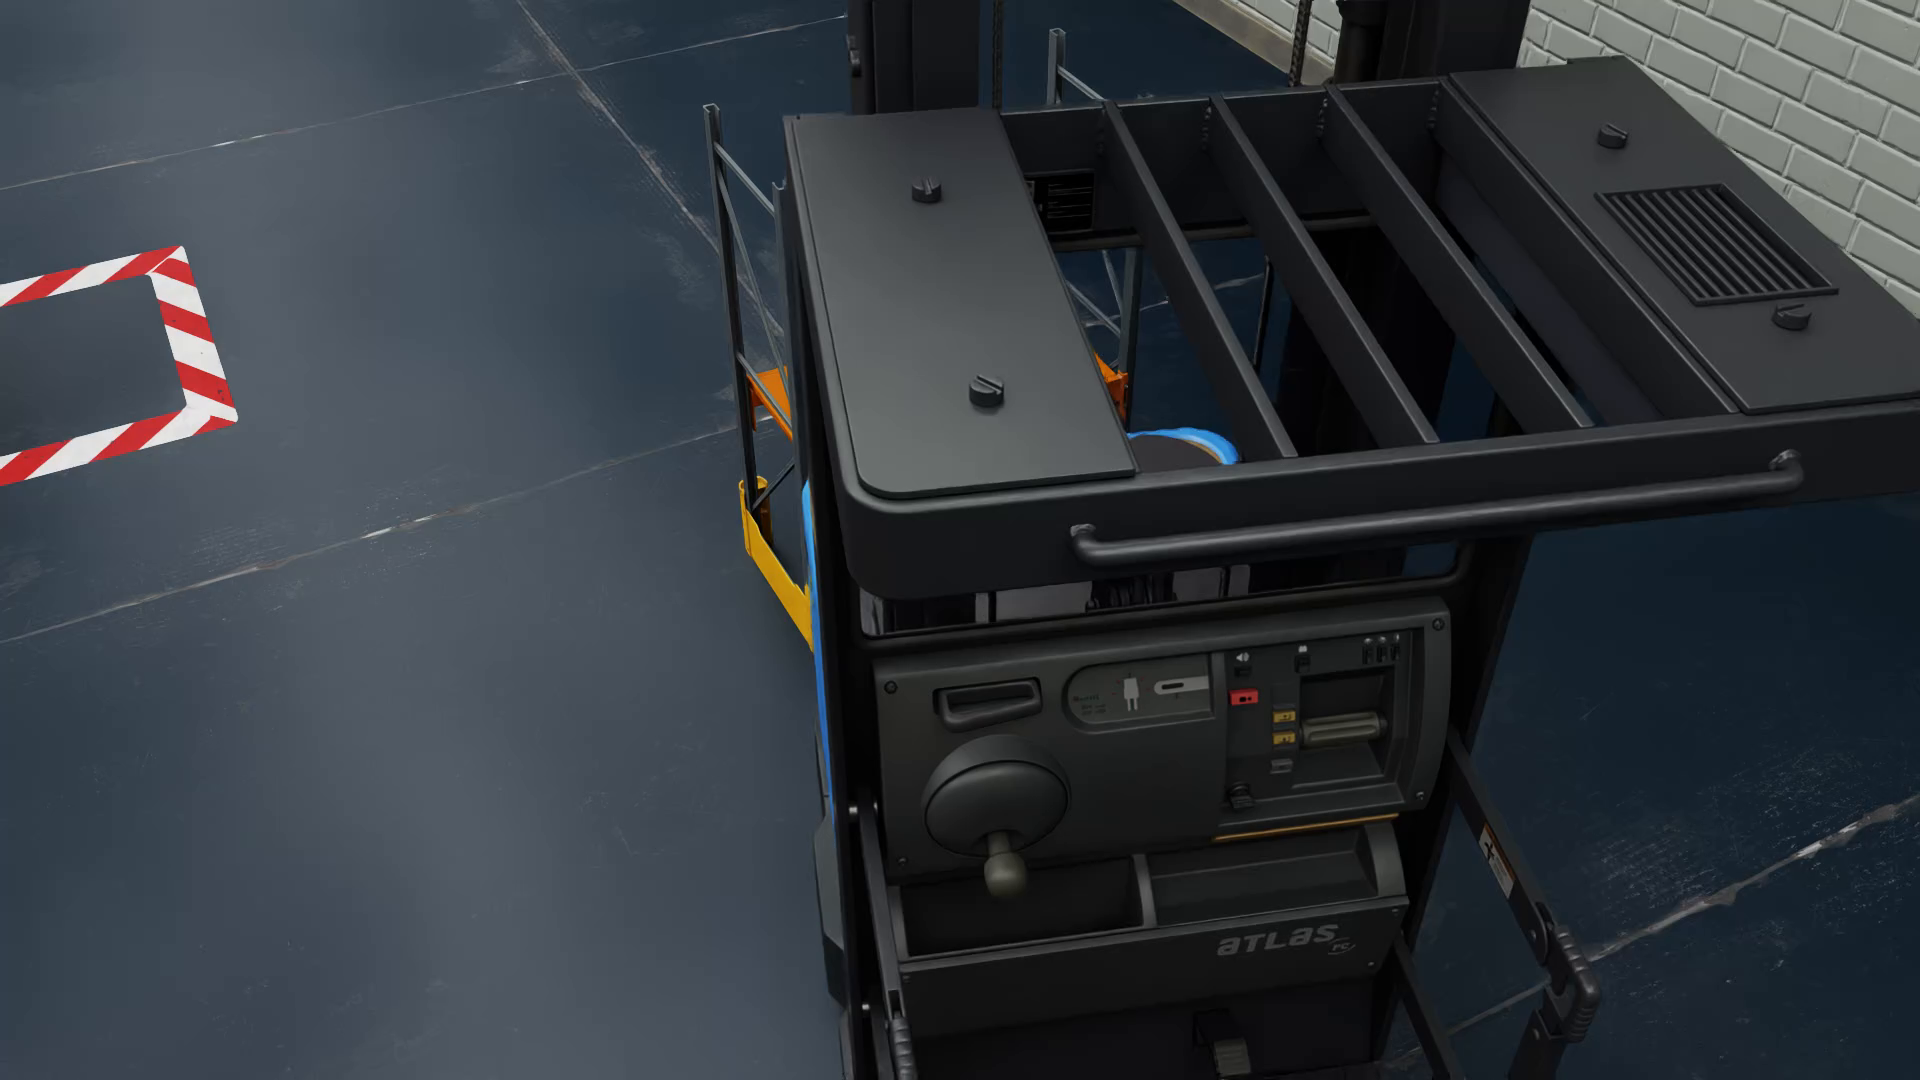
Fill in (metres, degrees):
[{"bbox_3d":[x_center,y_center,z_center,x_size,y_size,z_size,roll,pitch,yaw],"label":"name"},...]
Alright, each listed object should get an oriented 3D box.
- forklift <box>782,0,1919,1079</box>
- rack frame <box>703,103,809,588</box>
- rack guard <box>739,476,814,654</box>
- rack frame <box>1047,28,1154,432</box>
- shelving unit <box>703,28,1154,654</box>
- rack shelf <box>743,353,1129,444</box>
[{"bbox_3d":[0.369,0.412,2.495,1.130,2.935,3.031,-6,41,-7],"label":"forklift"},{"bbox_3d":[-0.527,-0.395,4.556,0.032,1.500,0.500,-19,44,-21],"label":"rack frame"},{"bbox_3d":[-0.509,0.076,4.967,0.087,0.250,0.587,-19,44,-21],"label":"rack guard"},{"bbox_3d":[0.375,-0.699,4.915,0.032,1.500,0.500,-19,44,-21],"label":"rack frame"},{"bbox_3d":[-0.068,-0.550,4.739,1.083,1.500,0.587,-19,44,-21],"label":"shelving unit"},{"bbox_3d":[-0.076,-0.410,4.852,1.000,0.185,0.538,-19,44,-21],"label":"rack shelf"}]
